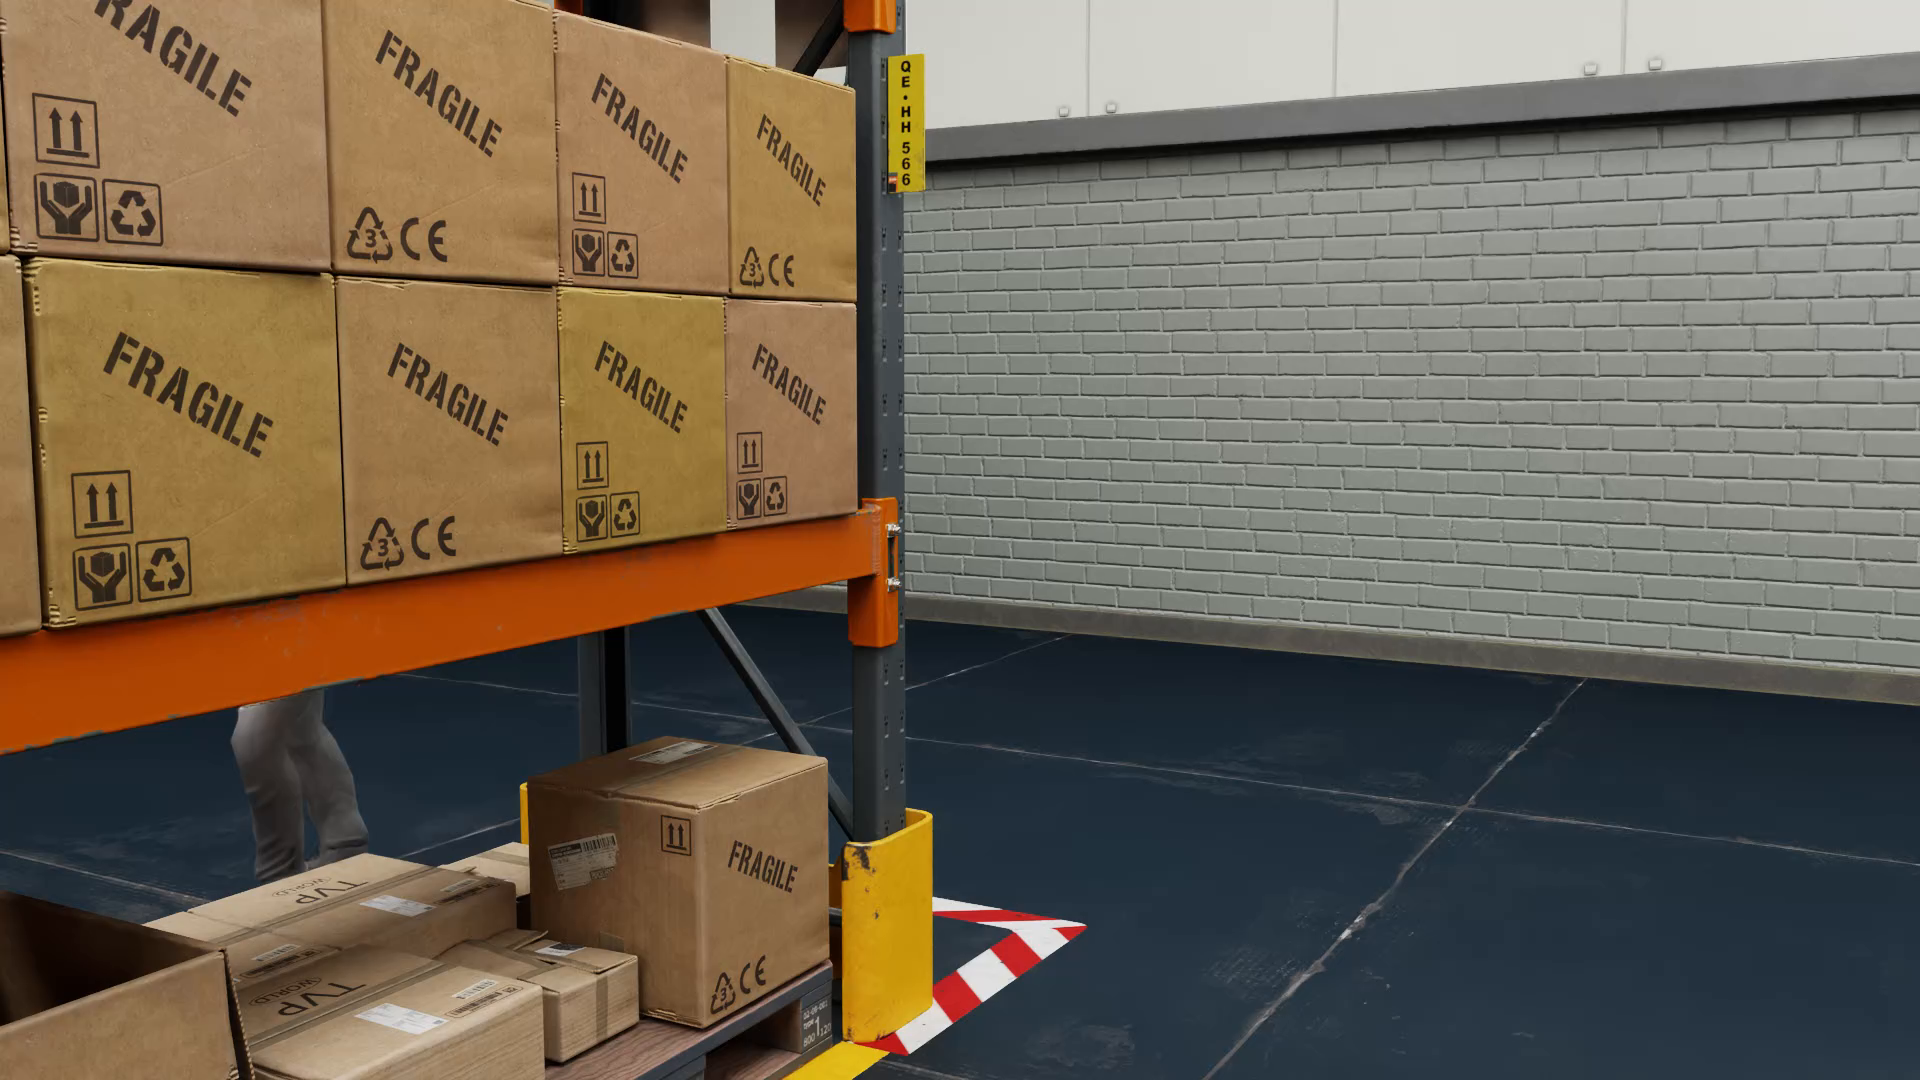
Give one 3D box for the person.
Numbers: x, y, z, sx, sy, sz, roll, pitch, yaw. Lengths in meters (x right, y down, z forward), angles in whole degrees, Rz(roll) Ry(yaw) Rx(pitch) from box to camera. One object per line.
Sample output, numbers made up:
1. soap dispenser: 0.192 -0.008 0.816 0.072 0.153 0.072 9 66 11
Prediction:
1. person: -2.060 0.292 5.105 0.491 1.753 0.524 5 8 38
